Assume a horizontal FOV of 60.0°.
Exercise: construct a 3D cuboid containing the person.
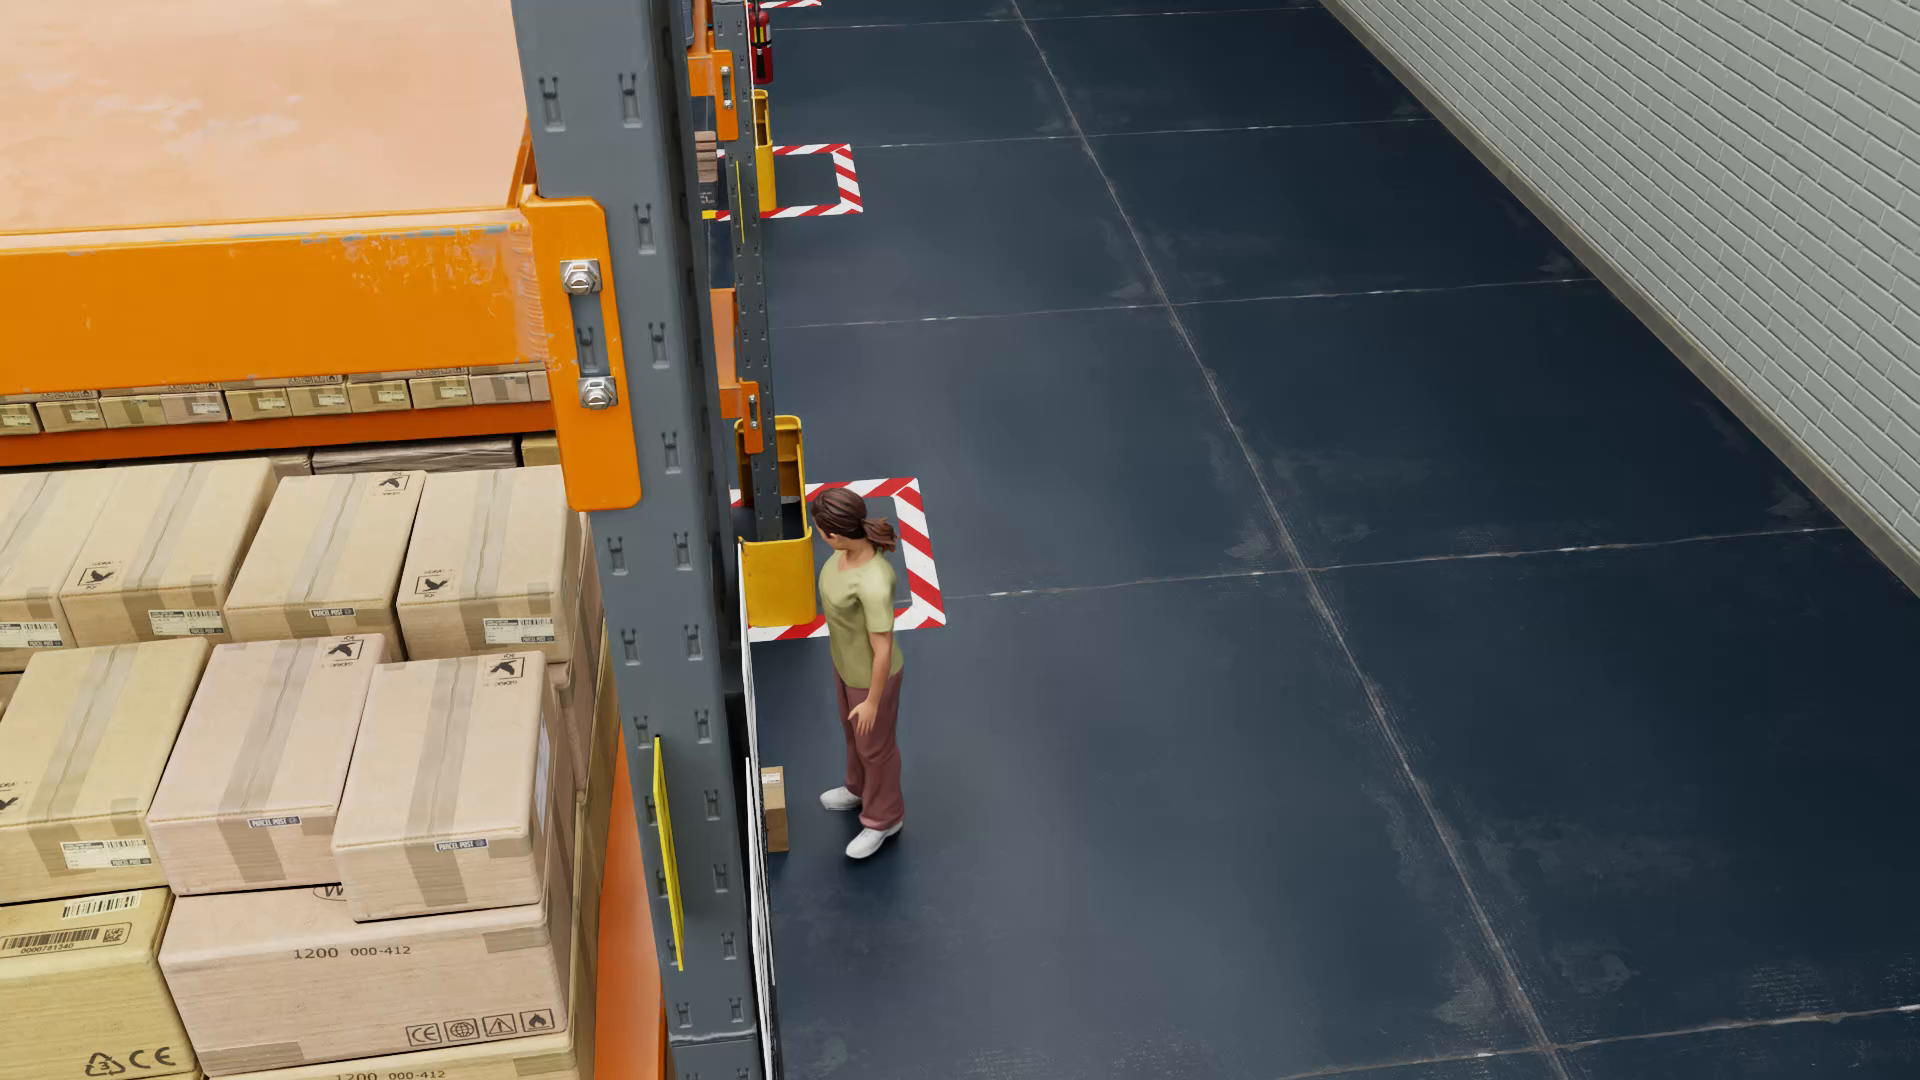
[{"bbox_3d":[-0.371,0.521,6.520,0.327,1.696,0.530,-12,37,-16],"label":"person"}]
